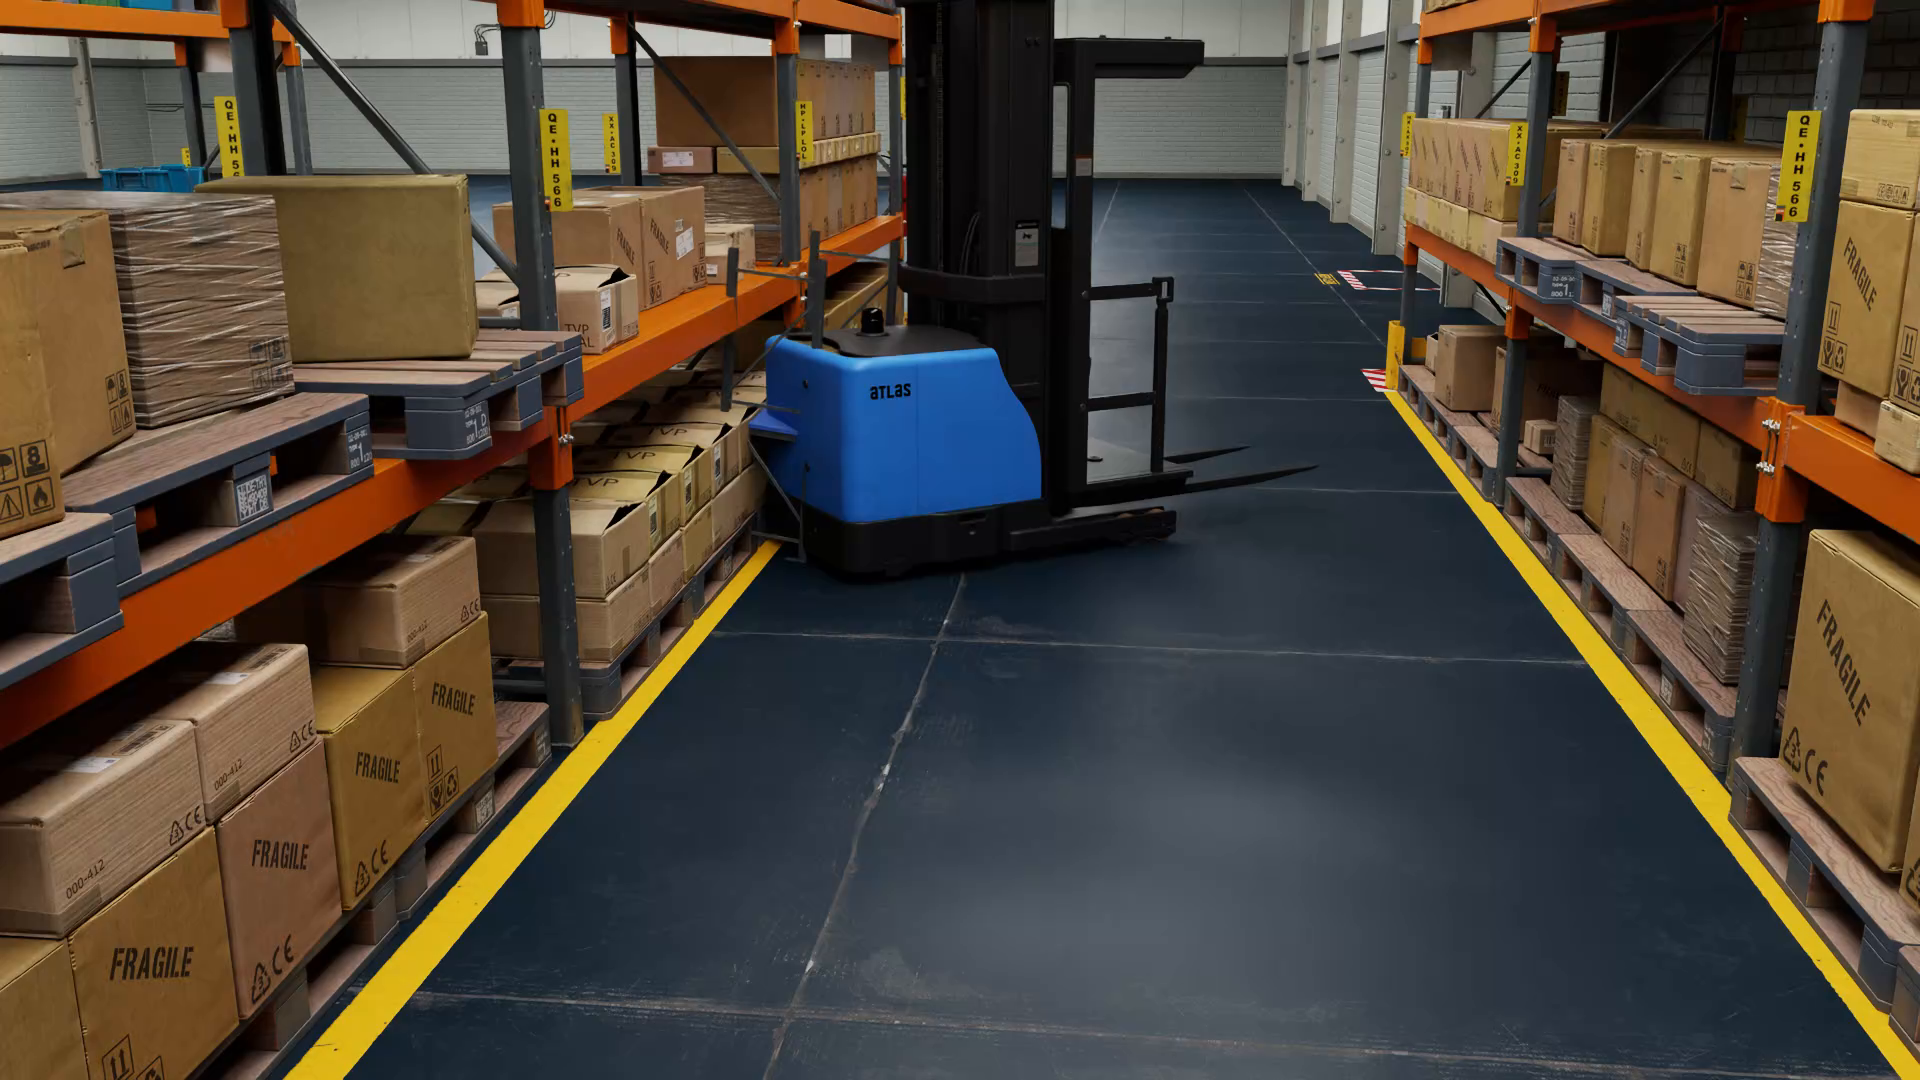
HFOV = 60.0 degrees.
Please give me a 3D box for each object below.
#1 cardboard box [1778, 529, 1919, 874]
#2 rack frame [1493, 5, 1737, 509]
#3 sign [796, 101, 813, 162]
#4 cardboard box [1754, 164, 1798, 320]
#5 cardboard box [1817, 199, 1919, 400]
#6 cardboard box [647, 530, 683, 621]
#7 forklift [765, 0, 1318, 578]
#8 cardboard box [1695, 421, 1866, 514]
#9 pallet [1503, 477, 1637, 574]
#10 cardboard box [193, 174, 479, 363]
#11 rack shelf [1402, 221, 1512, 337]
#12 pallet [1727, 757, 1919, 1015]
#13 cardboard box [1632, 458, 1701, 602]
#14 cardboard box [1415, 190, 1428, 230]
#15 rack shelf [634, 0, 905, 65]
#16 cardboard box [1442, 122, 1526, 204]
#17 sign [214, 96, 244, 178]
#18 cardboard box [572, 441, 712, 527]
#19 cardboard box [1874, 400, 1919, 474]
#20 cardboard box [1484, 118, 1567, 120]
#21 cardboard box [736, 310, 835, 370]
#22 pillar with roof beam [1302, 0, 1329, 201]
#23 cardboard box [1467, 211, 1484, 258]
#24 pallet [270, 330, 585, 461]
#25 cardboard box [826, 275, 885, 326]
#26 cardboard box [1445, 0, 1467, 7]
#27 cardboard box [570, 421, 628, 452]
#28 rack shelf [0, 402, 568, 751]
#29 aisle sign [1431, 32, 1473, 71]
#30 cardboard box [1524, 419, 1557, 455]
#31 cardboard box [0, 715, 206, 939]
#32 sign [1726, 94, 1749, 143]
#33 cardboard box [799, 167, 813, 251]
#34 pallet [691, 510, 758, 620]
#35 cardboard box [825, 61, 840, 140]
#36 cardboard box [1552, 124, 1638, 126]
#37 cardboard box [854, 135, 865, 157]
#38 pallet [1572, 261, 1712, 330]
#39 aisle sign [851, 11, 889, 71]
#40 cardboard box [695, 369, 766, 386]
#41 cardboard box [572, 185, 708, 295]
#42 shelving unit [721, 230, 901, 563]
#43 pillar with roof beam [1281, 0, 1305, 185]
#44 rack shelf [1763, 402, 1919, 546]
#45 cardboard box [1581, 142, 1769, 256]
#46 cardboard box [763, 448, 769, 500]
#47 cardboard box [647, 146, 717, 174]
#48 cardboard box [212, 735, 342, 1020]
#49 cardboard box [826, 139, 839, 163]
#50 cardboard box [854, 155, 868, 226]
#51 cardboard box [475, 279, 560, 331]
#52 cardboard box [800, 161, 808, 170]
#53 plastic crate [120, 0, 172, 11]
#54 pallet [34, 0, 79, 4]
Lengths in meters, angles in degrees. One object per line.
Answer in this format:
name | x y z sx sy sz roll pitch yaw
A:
cardboard box | 2.847 0.435 4.621 0.750 0.750 0.750 1 15 6
rack frame | 3.512 -1.625 8.923 1.000 3.000 0.127 2 15 6
sign | -0.870 -2.277 9.269 0.100 0.325 0.005 2 15 6
cardboard box | 3.104 -0.970 5.468 0.700 0.500 0.500 0 15 0
cardboard box | 2.752 -0.670 4.594 0.500 0.500 0.500 2 15 8
cardboard box | -1.455 0.135 6.879 0.500 0.250 0.500 1 15 5
forklift | 0.540 -1.496 8.579 3.031 2.935 1.130 -9 17 -29
cardboard box | 3.217 -0.289 6.494 0.500 0.250 0.500 2 15 7
pallet | 3.426 -0.076 8.540 1.003 0.211 1.213 2 15 6
cardboard box | -1.821 -0.816 4.939 0.700 0.500 0.500 -3 16 -13
rack shelf | 3.738 -1.796 10.936 1.077 0.370 4.000 2 15 6
pallet | 2.897 0.961 4.703 1.003 0.211 1.213 2 15 6
cardboard box | 3.292 -0.041 7.013 0.700 0.500 0.500 2 15 6
cardboard box | 3.548 -2.347 11.844 0.500 0.250 0.500 1 15 5
rack shelf | -1.185 -3.389 11.080 1.077 0.370 4.000 2 15 6
cardboard box | 3.434 -2.450 10.790 0.500 0.500 0.500 2 15 8
sign | -2.414 -1.306 5.529 0.100 0.325 0.005 2 15 6
cardboard box | -1.400 -0.274 7.318 0.500 0.311 0.500 1 15 5
cardboard box | 2.642 -0.265 4.340 0.380 0.149 0.250 2 15 8
cardboard box | 4.121 -2.833 12.204 0.500 0.500 0.500 2 15 6
cardboard box | -1.047 -1.118 10.076 0.500 0.500 0.500 2 15 6
pillar with roof beam | 3.174 -11.702 34.700 9.100 9.000 0.400 2 15 6
cardboard box | 3.329 -1.823 9.905 0.500 0.250 0.500 2 15 7
pallet | -1.869 -0.462 4.990 1.213 0.211 1.003 2 15 6
cardboard box | -0.822 -1.637 11.995 0.500 0.500 0.500 2 15 6
cardboard box | 3.527 -3.815 11.050 0.500 0.500 0.500 2 15 9
cardboard box | -1.877 -0.417 7.846 0.500 0.311 0.500 2 15 8
rack shelf | -2.088 0.134 3.798 1.077 0.370 4.000 2 15 6
aisle sign | 3.673 -3.944 12.522 0.394 0.787 0.004 2 15 6
cardboard box | 3.543 -0.609 9.752 0.380 0.166 0.250 0 15 -1
cardboard box | -1.904 0.560 3.354 0.500 0.250 0.500 2 15 6
sign | 4.064 -2.168 8.715 0.100 0.325 0.005 2 15 6
cardboard box | -1.314 -2.070 10.379 0.700 0.500 0.500 2 15 6
pallet | -1.590 0.086 7.939 1.003 0.211 1.213 2 15 6
cardboard box | -1.197 -2.950 11.147 0.700 0.500 0.500 2 15 6
cardboard box | 3.896 -2.303 10.244 0.500 0.500 0.500 2 15 8
cardboard box | -0.900 -2.864 12.074 0.380 0.149 0.250 2 15 7
pallet | 3.243 -1.009 7.015 1.003 0.211 1.213 2 15 6
aisle sign | -0.660 -4.070 12.988 0.394 0.787 0.004 2 15 6
cardboard box | -1.171 -0.802 9.271 0.500 0.311 0.500 2 15 6
cardboard box | -1.573 -1.482 8.206 0.500 0.500 0.500 3 15 10
shelving unit | -0.775 -0.770 8.565 0.538 1.500 1.048 10 17 16
pillar with roof beam | 3.852 -13.259 40.455 9.100 9.000 0.400 2 15 6
rack shelf | 2.835 0.279 3.262 1.077 0.370 4.000 2 15 6
cardboard box | 3.350 -1.609 7.833 0.700 0.500 0.500 3 15 12
cardboard box | -1.228 -0.398 8.849 0.500 0.250 0.500 1 15 5
cardboard box | -1.593 -2.208 9.646 0.380 0.149 0.250 2 15 6
cardboard box | -1.846 0.782 3.969 0.500 0.500 0.500 1 15 4
cardboard box | -1.017 -2.597 11.084 0.380 0.149 0.250 2 15 6
cardboard box | -1.079 -2.598 12.332 0.700 0.500 0.500 2 15 8
cardboard box | -1.777 -0.782 5.978 0.500 0.311 0.500 3 15 10
cardboard box | -1.132 -2.327 10.087 0.380 0.149 0.250 1 15 5
plastic crate | -5.796 -3.891 11.588 0.392 0.384 0.575 2 15 6
pallet | -6.347 -3.463 10.338 1.213 0.211 1.003 2 15 6
